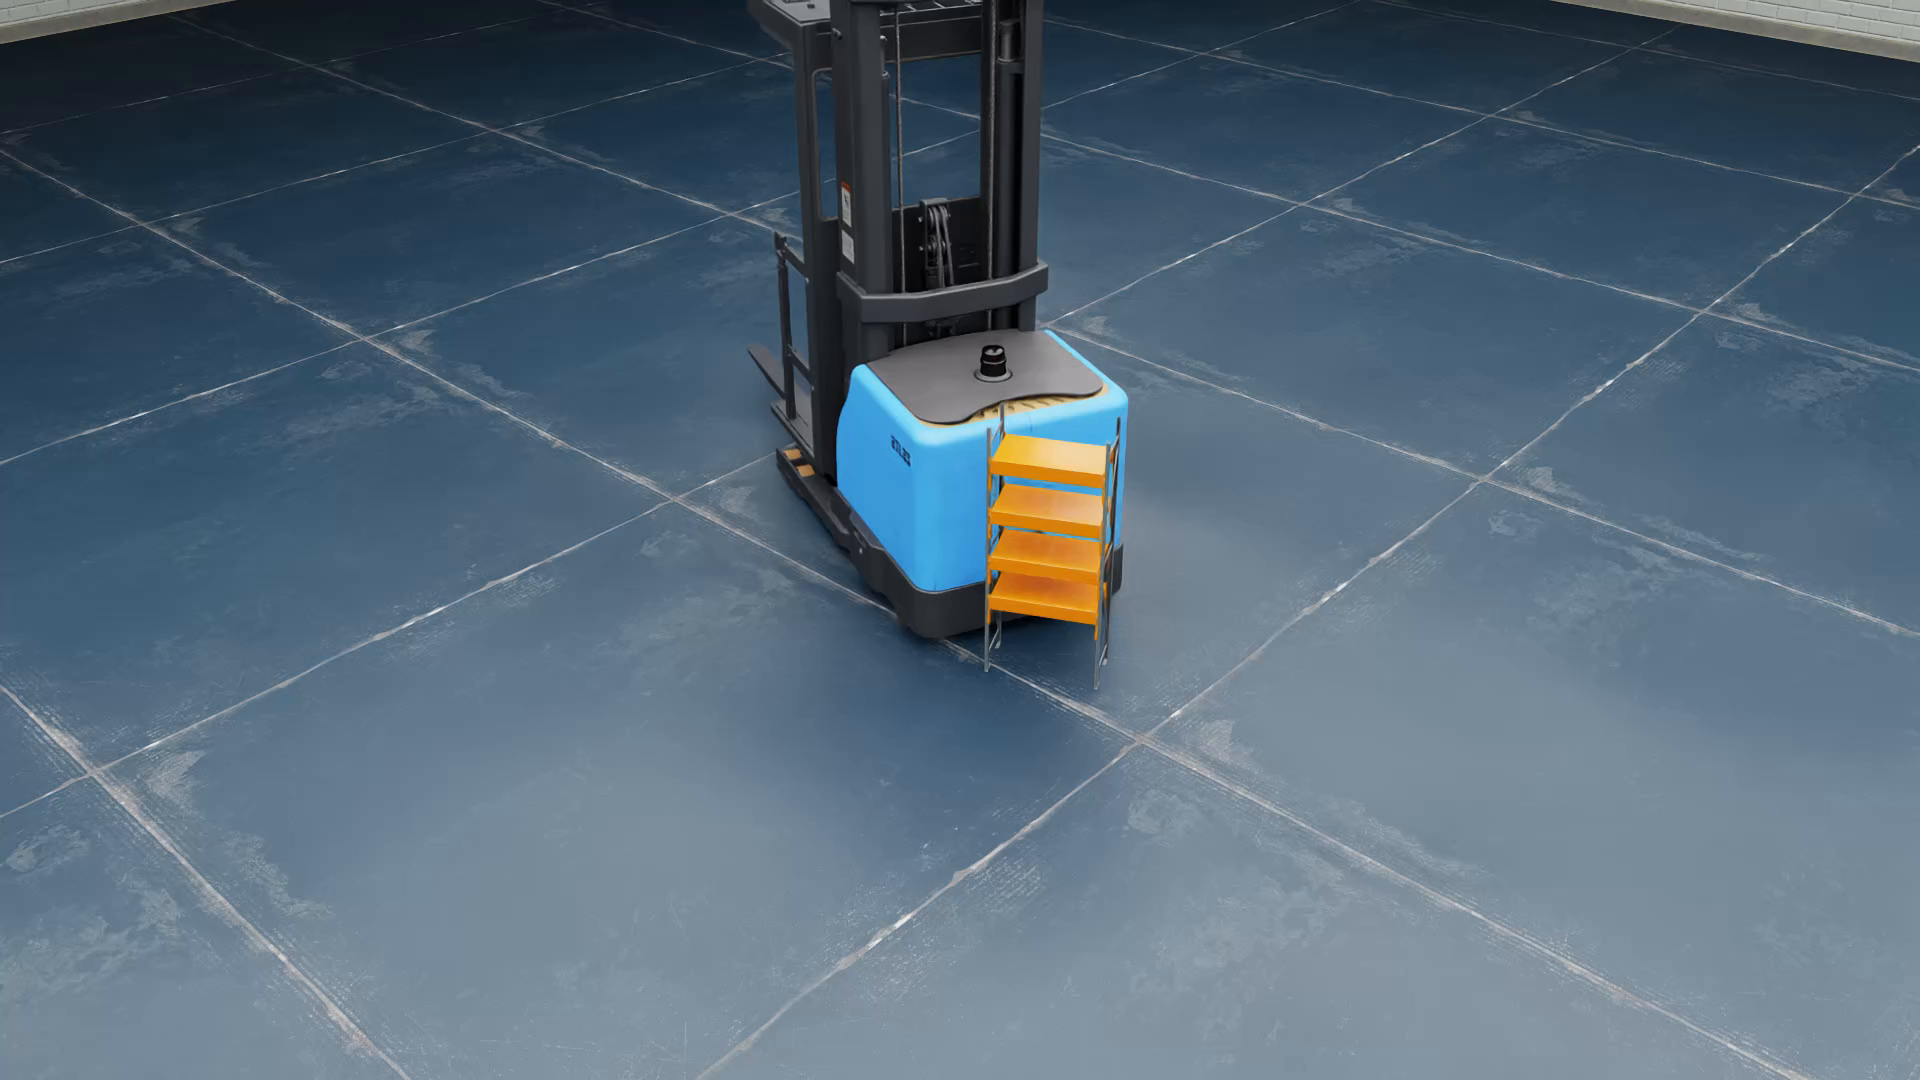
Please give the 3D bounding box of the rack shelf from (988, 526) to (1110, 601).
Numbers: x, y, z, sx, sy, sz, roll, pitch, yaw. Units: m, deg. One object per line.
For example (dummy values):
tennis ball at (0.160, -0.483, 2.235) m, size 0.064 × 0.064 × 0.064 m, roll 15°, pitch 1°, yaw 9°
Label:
rack shelf at (0.381, 0.097, 7.056) m, size 0.480 × 0.148 × 0.258 m, roll 8°, pitch 32°, yaw 13°

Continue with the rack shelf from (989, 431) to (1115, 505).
rack shelf at (0.381, -0.297, 6.818) m, size 0.480 × 0.148 × 0.258 m, roll 8°, pitch 32°, yaw 13°

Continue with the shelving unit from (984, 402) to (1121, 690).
shelving unit at (0.381, 0.039, 7.021) m, size 0.503 × 1.200 × 0.258 m, roll 8°, pitch 32°, yaw 13°

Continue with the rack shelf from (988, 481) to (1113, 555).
rack shelf at (0.381, -0.095, 6.940) m, size 0.480 × 0.148 × 0.258 m, roll 8°, pitch 32°, yaw 13°

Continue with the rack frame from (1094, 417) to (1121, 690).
rack frame at (0.616, 0.073, 6.965) m, size 0.015 × 1.200 × 0.240 m, roll 8°, pitch 32°, yaw 13°

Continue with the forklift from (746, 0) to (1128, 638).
forklift at (-0.314, -1.562, 8.002) m, size 1.130 × 2.935 × 3.031 m, roll -13°, pitch 33°, yaw -21°

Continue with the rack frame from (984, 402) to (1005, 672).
rack frame at (0.146, 0.006, 7.077) m, size 0.015 × 1.200 × 0.240 m, roll 8°, pitch 32°, yaw 13°

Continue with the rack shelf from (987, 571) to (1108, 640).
rack shelf at (0.381, 0.267, 7.158) m, size 0.480 × 0.148 × 0.258 m, roll 8°, pitch 32°, yaw 13°
